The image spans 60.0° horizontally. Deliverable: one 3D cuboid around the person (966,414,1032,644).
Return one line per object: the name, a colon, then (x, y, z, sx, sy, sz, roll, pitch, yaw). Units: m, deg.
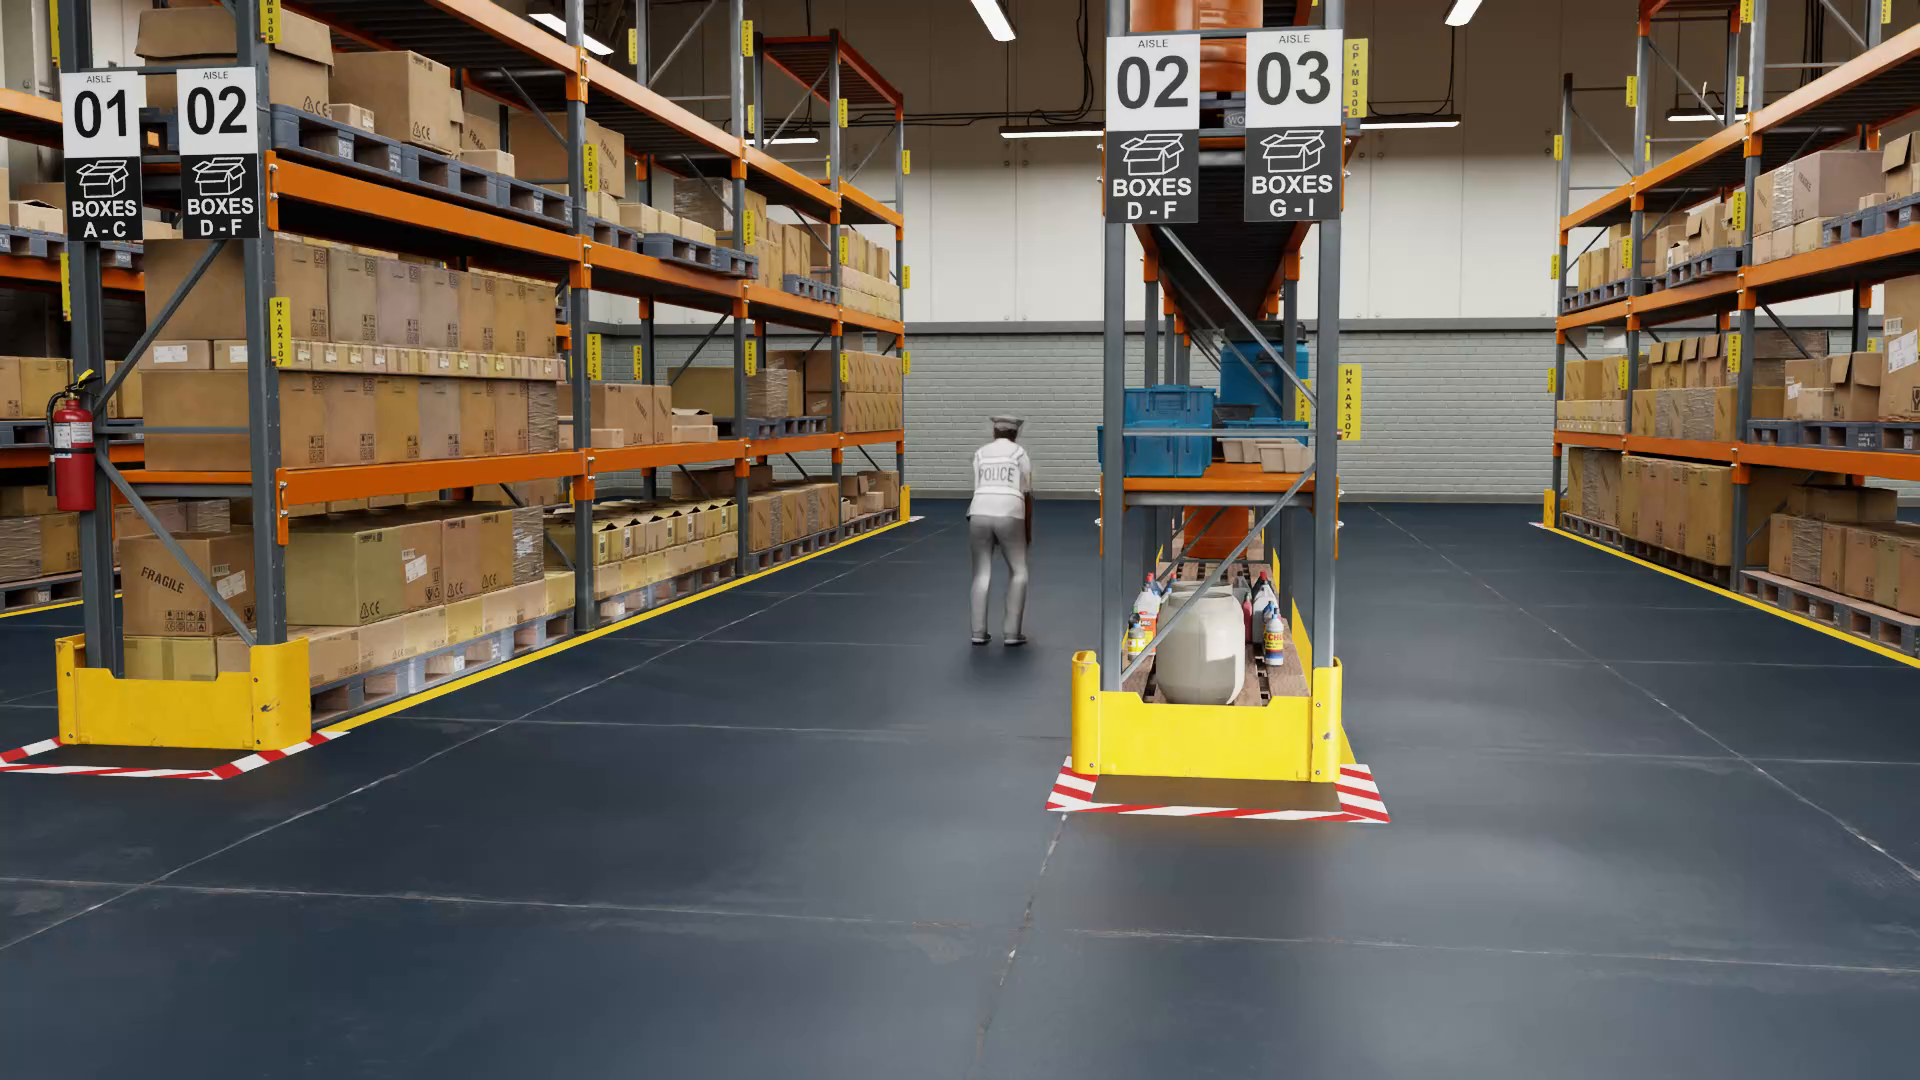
person: (0.282, -0.078, 11.488, 0.411, 1.574, 0.609, 1, 5, 16)
